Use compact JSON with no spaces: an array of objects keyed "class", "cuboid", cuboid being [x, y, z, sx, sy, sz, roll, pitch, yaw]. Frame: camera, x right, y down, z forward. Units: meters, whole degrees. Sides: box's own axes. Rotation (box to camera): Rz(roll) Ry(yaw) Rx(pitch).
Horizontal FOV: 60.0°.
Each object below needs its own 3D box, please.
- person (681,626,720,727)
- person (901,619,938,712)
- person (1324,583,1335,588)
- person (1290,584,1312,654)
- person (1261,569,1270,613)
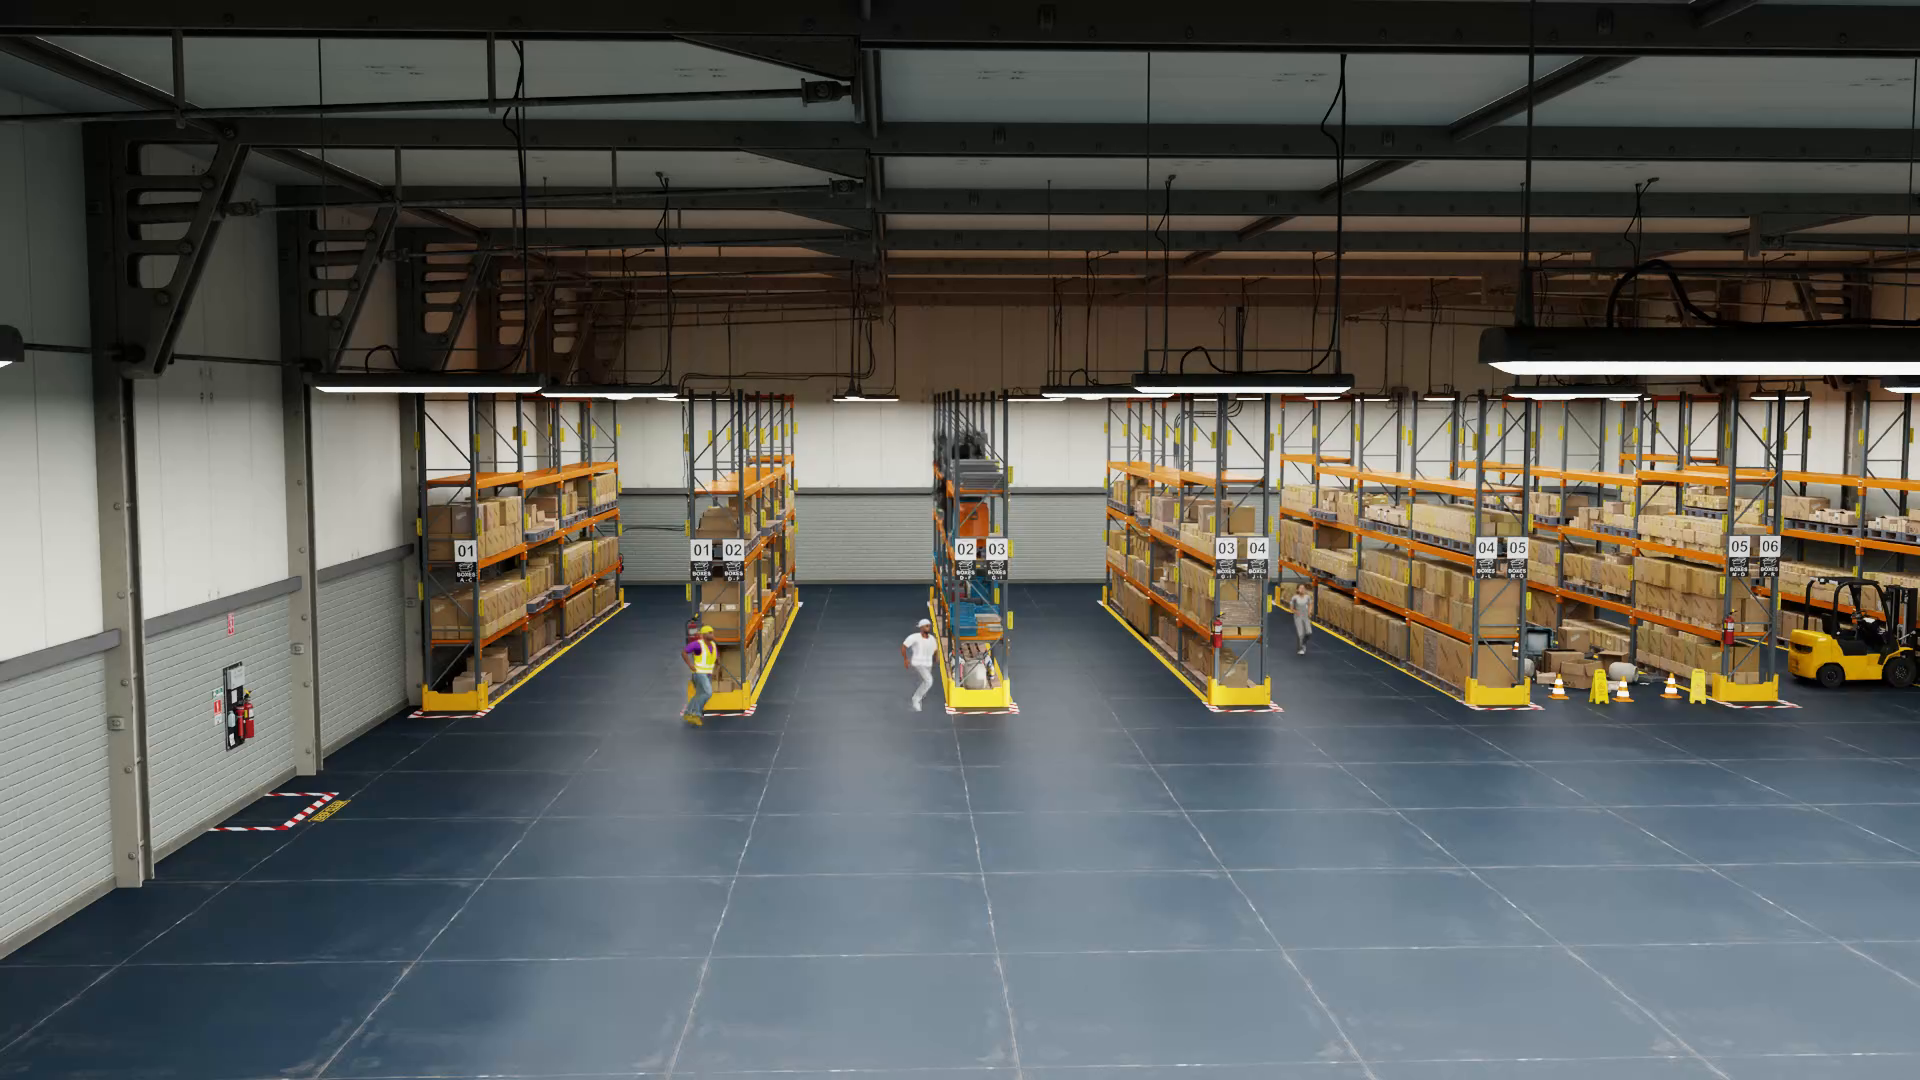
[{"class":"person","cuboid":[-4.614,2.423,29.870,0.681,1.783,0.714,2,5,27]},{"class":"person","cuboid":[-0.663,2.334,30.944,0.712,1.714,0.609,-4,6,-44]},{"class":"person","cuboid":[10.963,0.939,49.035,0.659,1.609,0.543,0,5,1]},{"class":"person","cuboid":[7.815,1.806,37.981,0.539,1.626,0.531,0,5,-4]},{"class":"person","cuboid":[8.029,1.271,44.587,0.617,1.742,0.759,0,5,-2]}]
